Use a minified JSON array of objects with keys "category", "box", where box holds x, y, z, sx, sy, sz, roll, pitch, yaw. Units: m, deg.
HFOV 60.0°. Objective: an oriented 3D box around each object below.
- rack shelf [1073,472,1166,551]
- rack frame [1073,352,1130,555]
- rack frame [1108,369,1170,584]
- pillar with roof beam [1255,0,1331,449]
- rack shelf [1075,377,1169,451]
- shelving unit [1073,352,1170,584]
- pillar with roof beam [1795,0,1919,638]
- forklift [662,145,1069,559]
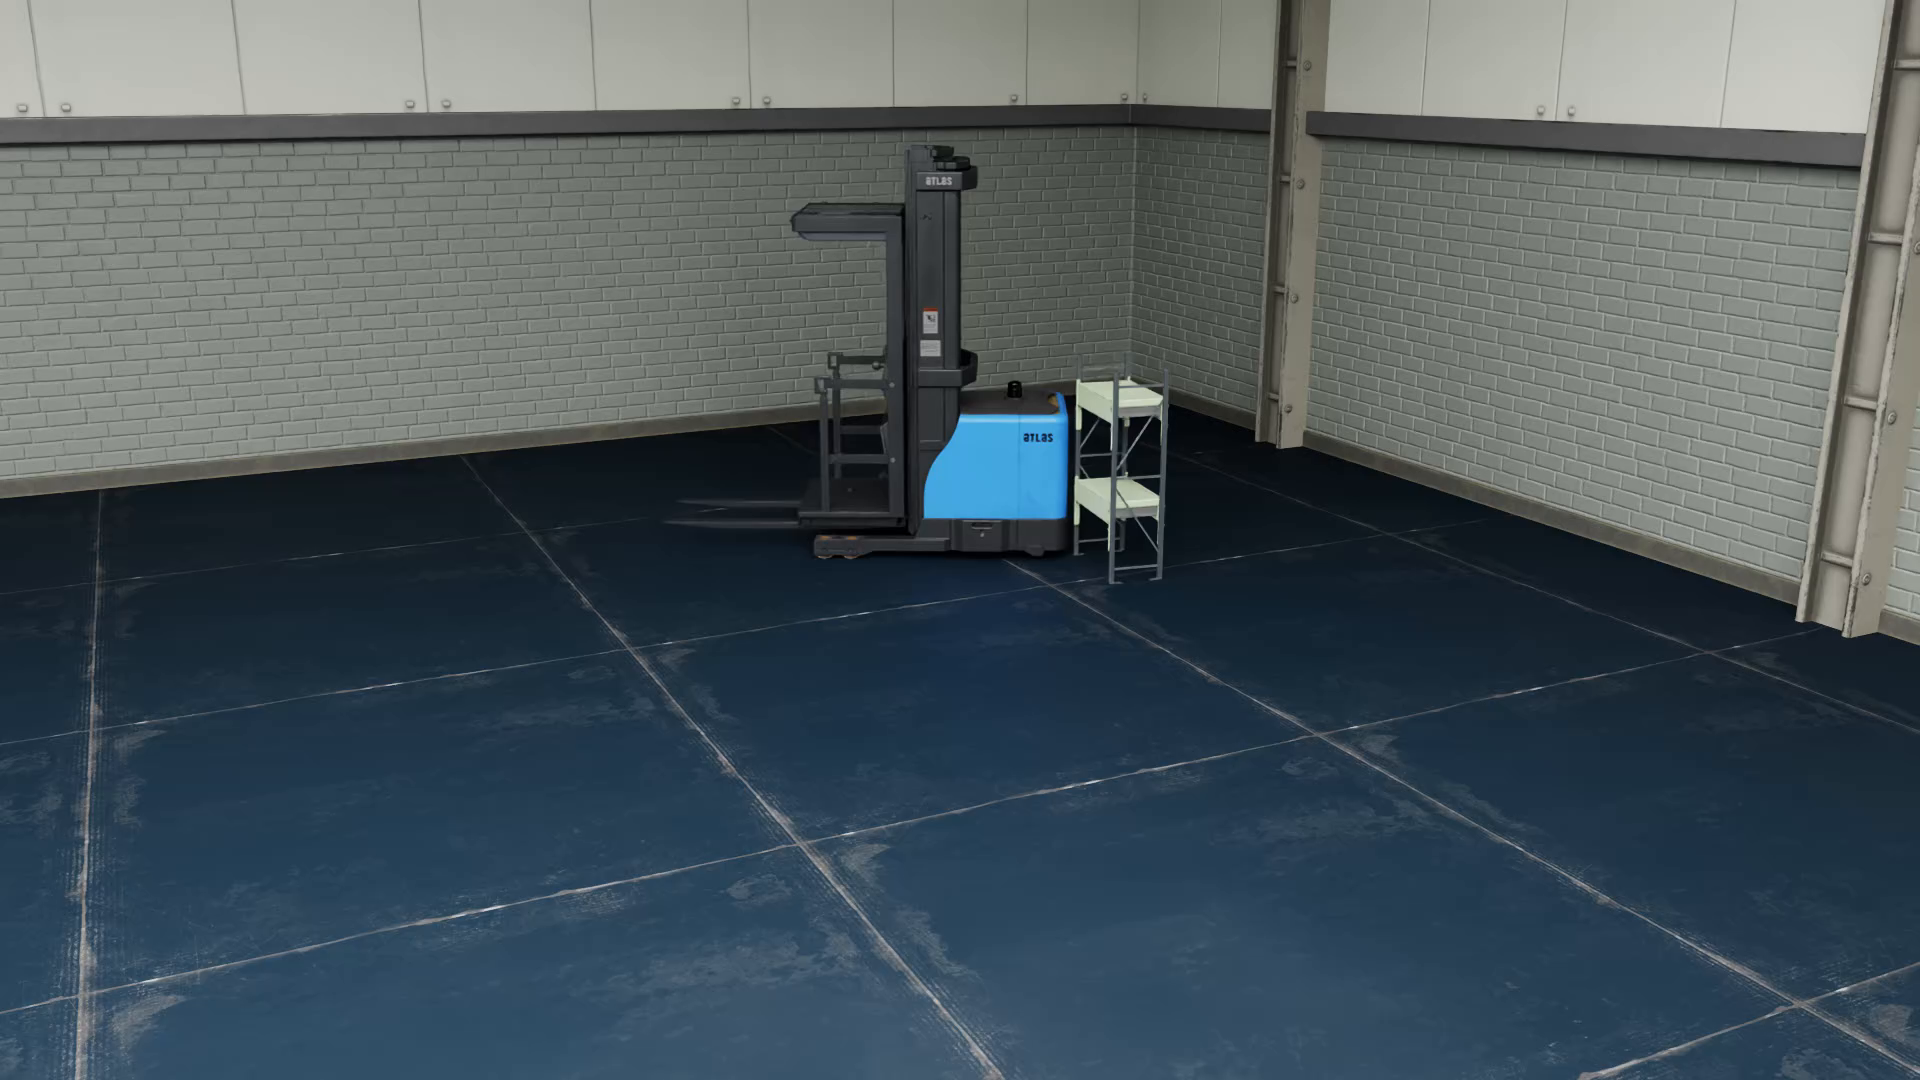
[{"category":"rack shelf","box":[1.137,-0.213,11.957,0.431,0.370,0.720,-4,17,-15]},{"category":"rack frame","box":[1.038,-0.624,12.205,0.400,1.500,0.023,-4,17,-15]},{"category":"rack frame","box":[1.237,-0.430,11.528,0.400,1.500,0.023,-4,17,-15]},{"category":"pillar with roof beam","box":[-0.794,-4.737,12.943,9.100,9.000,0.400,-8,18,-25]},{"category":"rack shelf","box":[1.137,-0.902,11.759,0.431,0.370,0.720,-4,17,-15]},{"category":"shelving unit","box":[1.137,-0.527,11.867,0.431,1.500,0.755,-4,17,-15]},{"category":"pillar with roof beam","box":[1.835,-3.249,7.759,9.100,9.000,0.400,-8,18,-25]},{"category":"forklift","box":[-0.708,-1.412,12.358,3.031,2.935,1.130,0,16,1]}]
